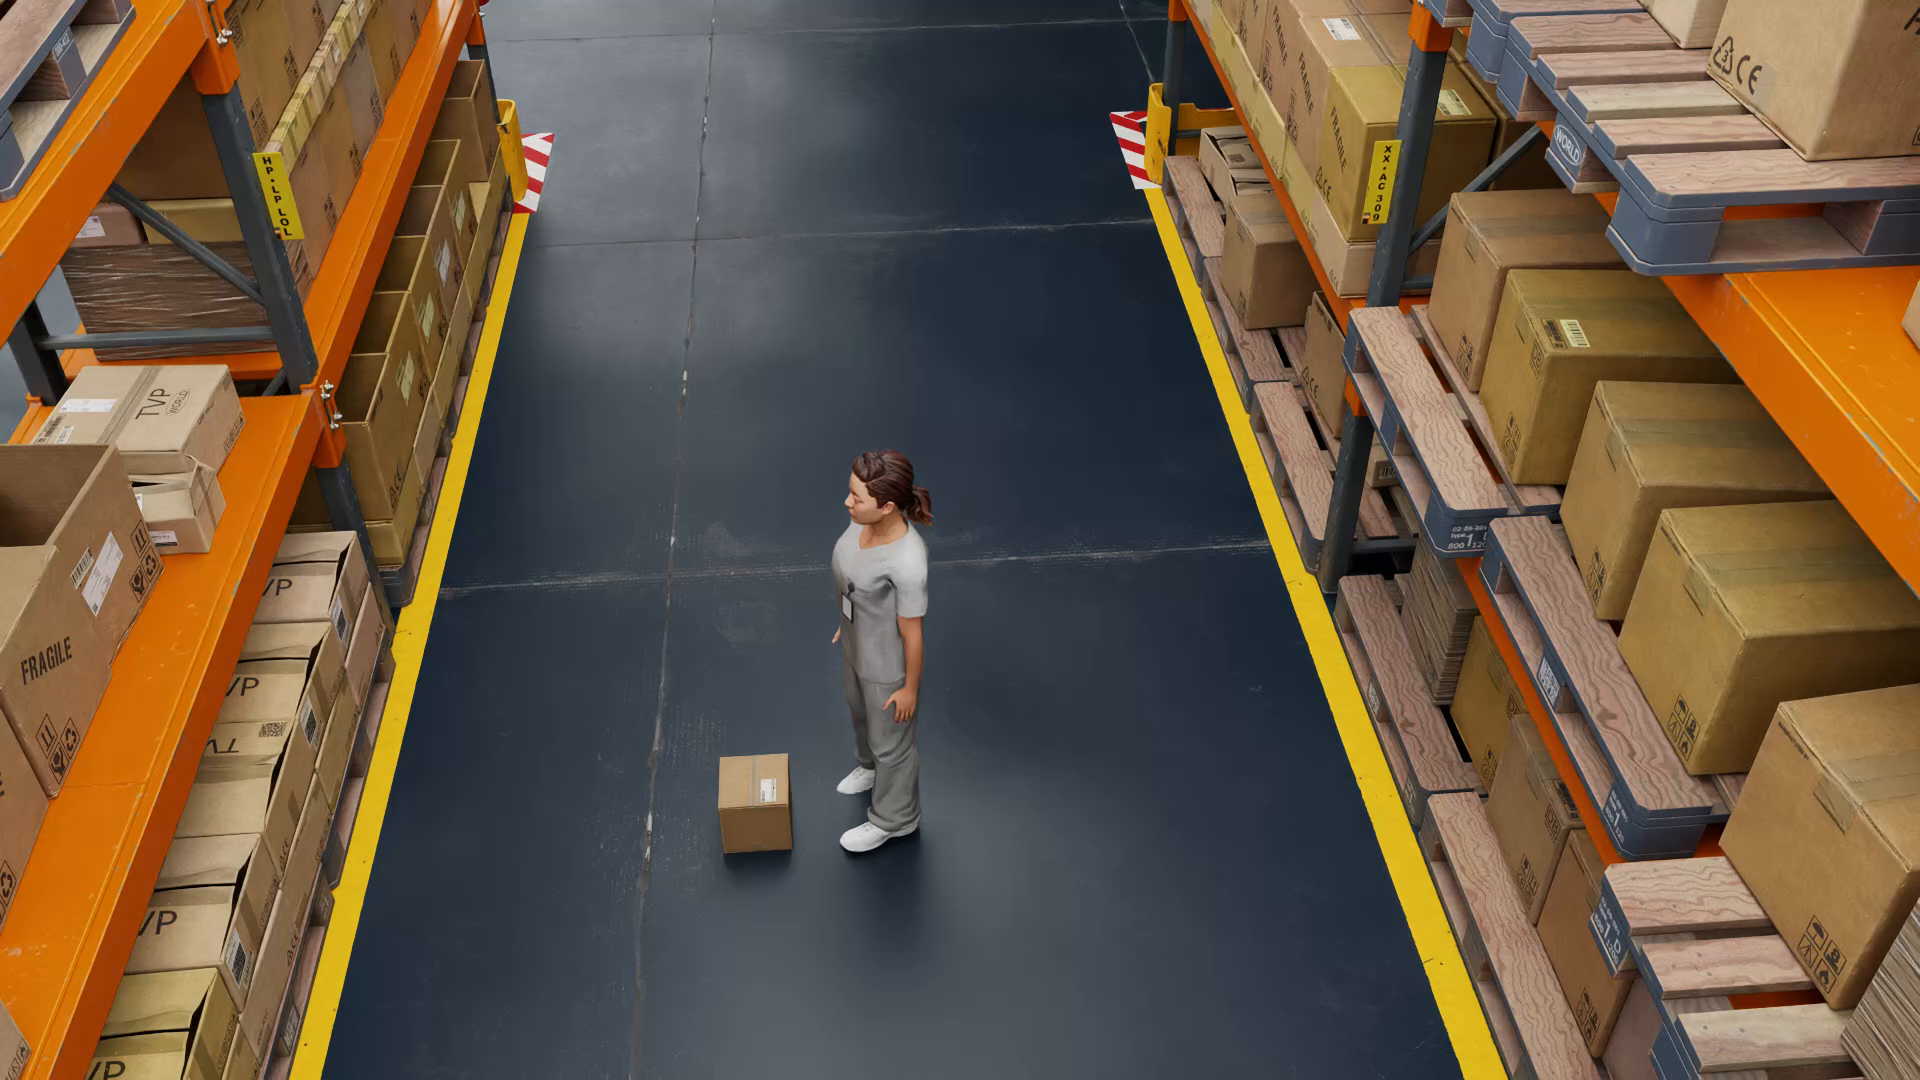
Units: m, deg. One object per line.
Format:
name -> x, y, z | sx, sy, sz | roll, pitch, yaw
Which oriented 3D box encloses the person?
person -> -0.284, 0.390, 5.691 | 0.407, 1.712, 0.522 | -14, 41, -17
